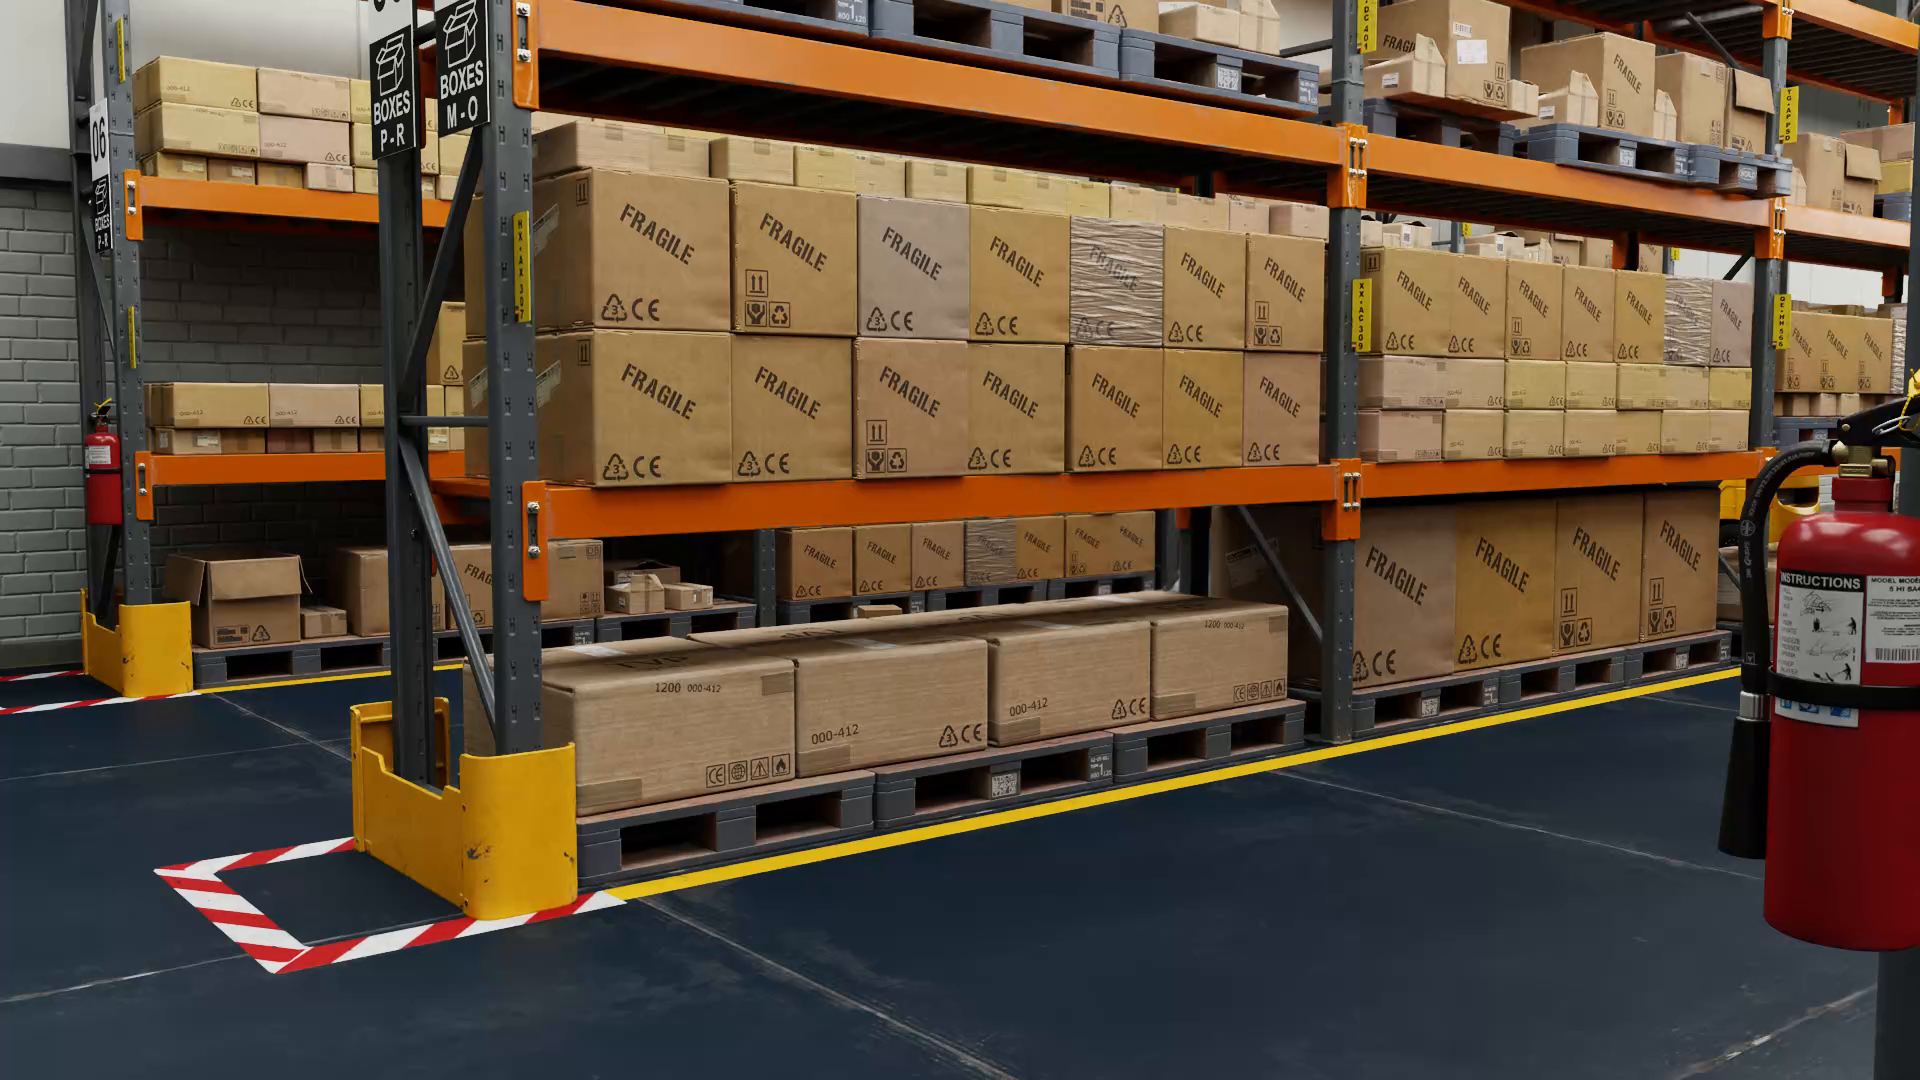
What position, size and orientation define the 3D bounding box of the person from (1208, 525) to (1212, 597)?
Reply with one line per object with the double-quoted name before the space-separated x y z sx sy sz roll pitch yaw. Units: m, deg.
"person" 1.726 -0.187 11.305 0.475 1.658 0.498 -2 5 -24
